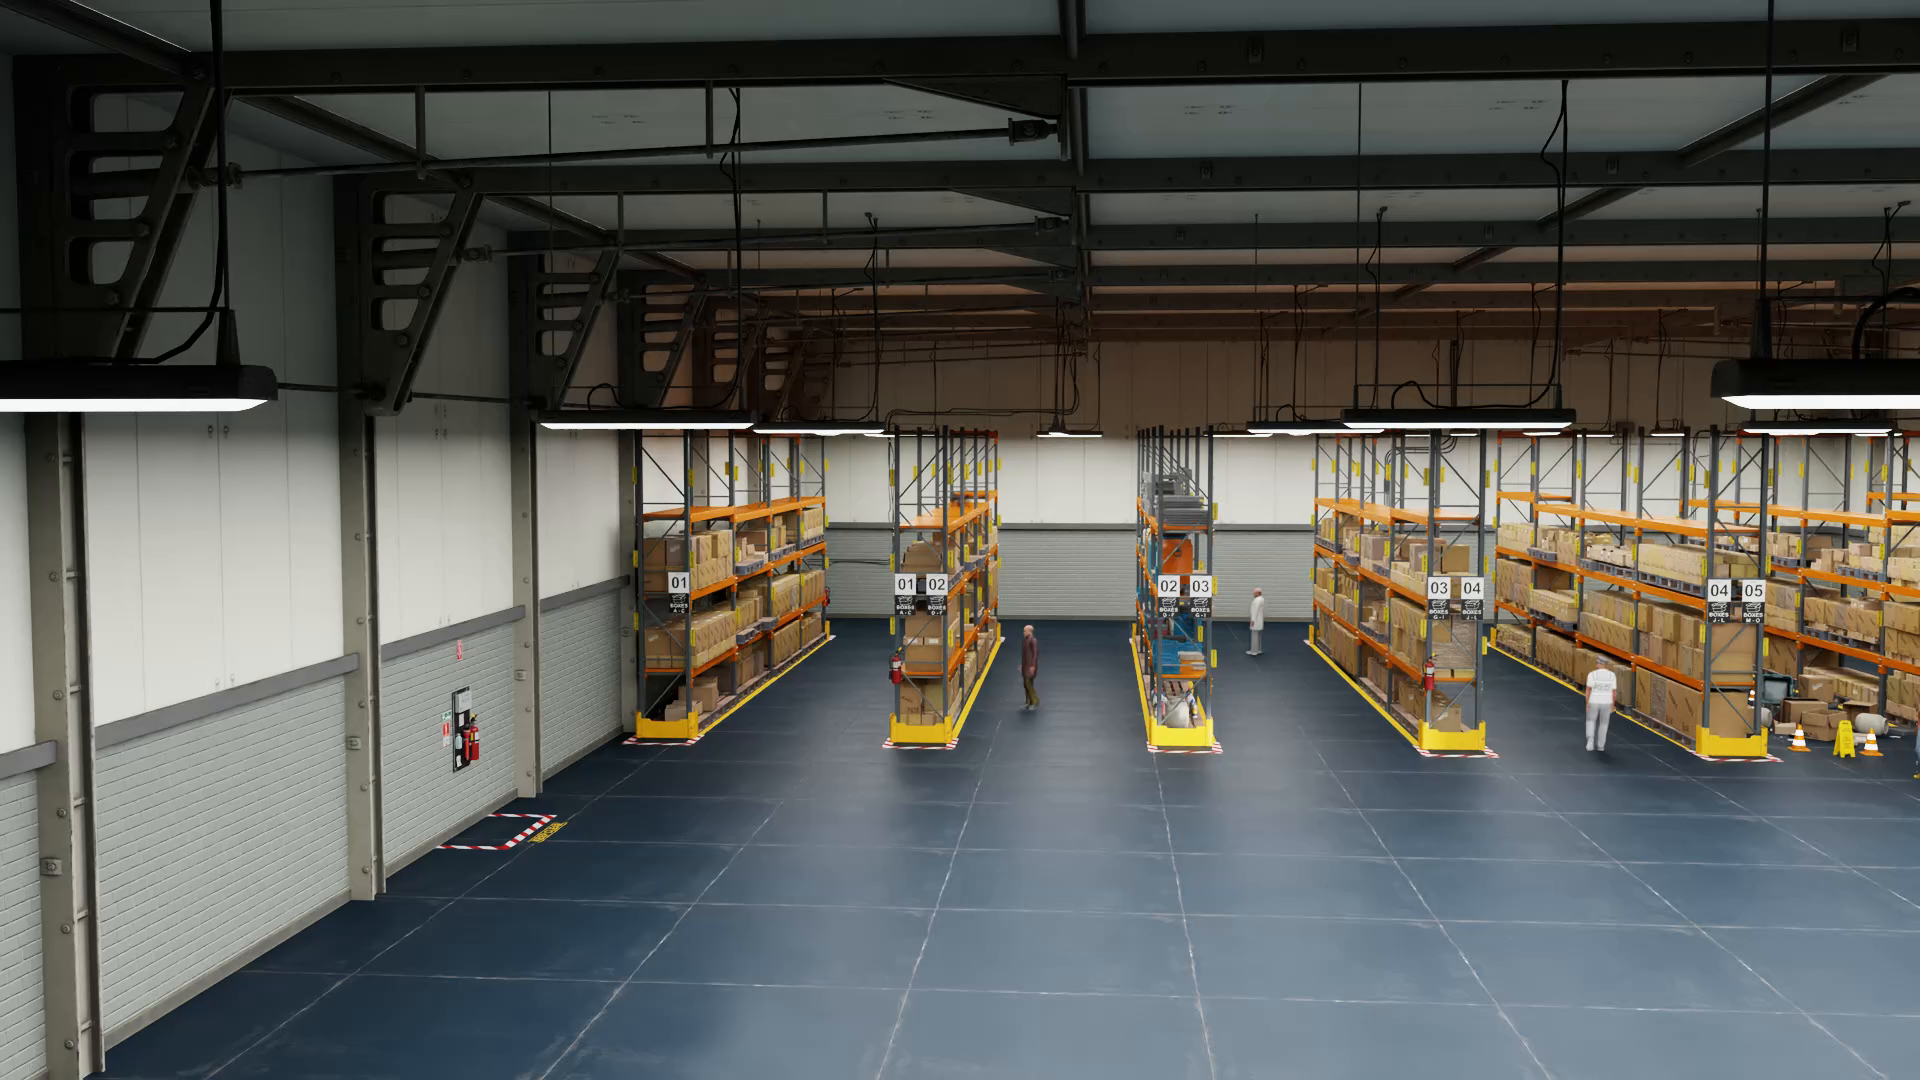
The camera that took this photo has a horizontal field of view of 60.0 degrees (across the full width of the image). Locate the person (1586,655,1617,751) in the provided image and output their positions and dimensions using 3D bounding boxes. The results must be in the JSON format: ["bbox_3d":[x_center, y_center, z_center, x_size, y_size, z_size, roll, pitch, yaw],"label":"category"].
[{"bbox_3d":[11.738,2.992,30.452,0.516,1.762,0.536,2,4,30],"label":"person"}]

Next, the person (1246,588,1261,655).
[{"bbox_3d":[7.847,2.173,44.403,0.413,1.791,0.568,1,4,19],"label":"person"}]

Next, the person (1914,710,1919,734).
[{"bbox_3d":[16.279,2.814,27.776,0.391,1.081,0.664,-2,4,-32],"label":"person"}]

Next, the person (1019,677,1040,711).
[{"bbox_3d":[1.478,3.066,35.347,0.441,1.106,0.411,-1,4,-18],"label":"person"}]
